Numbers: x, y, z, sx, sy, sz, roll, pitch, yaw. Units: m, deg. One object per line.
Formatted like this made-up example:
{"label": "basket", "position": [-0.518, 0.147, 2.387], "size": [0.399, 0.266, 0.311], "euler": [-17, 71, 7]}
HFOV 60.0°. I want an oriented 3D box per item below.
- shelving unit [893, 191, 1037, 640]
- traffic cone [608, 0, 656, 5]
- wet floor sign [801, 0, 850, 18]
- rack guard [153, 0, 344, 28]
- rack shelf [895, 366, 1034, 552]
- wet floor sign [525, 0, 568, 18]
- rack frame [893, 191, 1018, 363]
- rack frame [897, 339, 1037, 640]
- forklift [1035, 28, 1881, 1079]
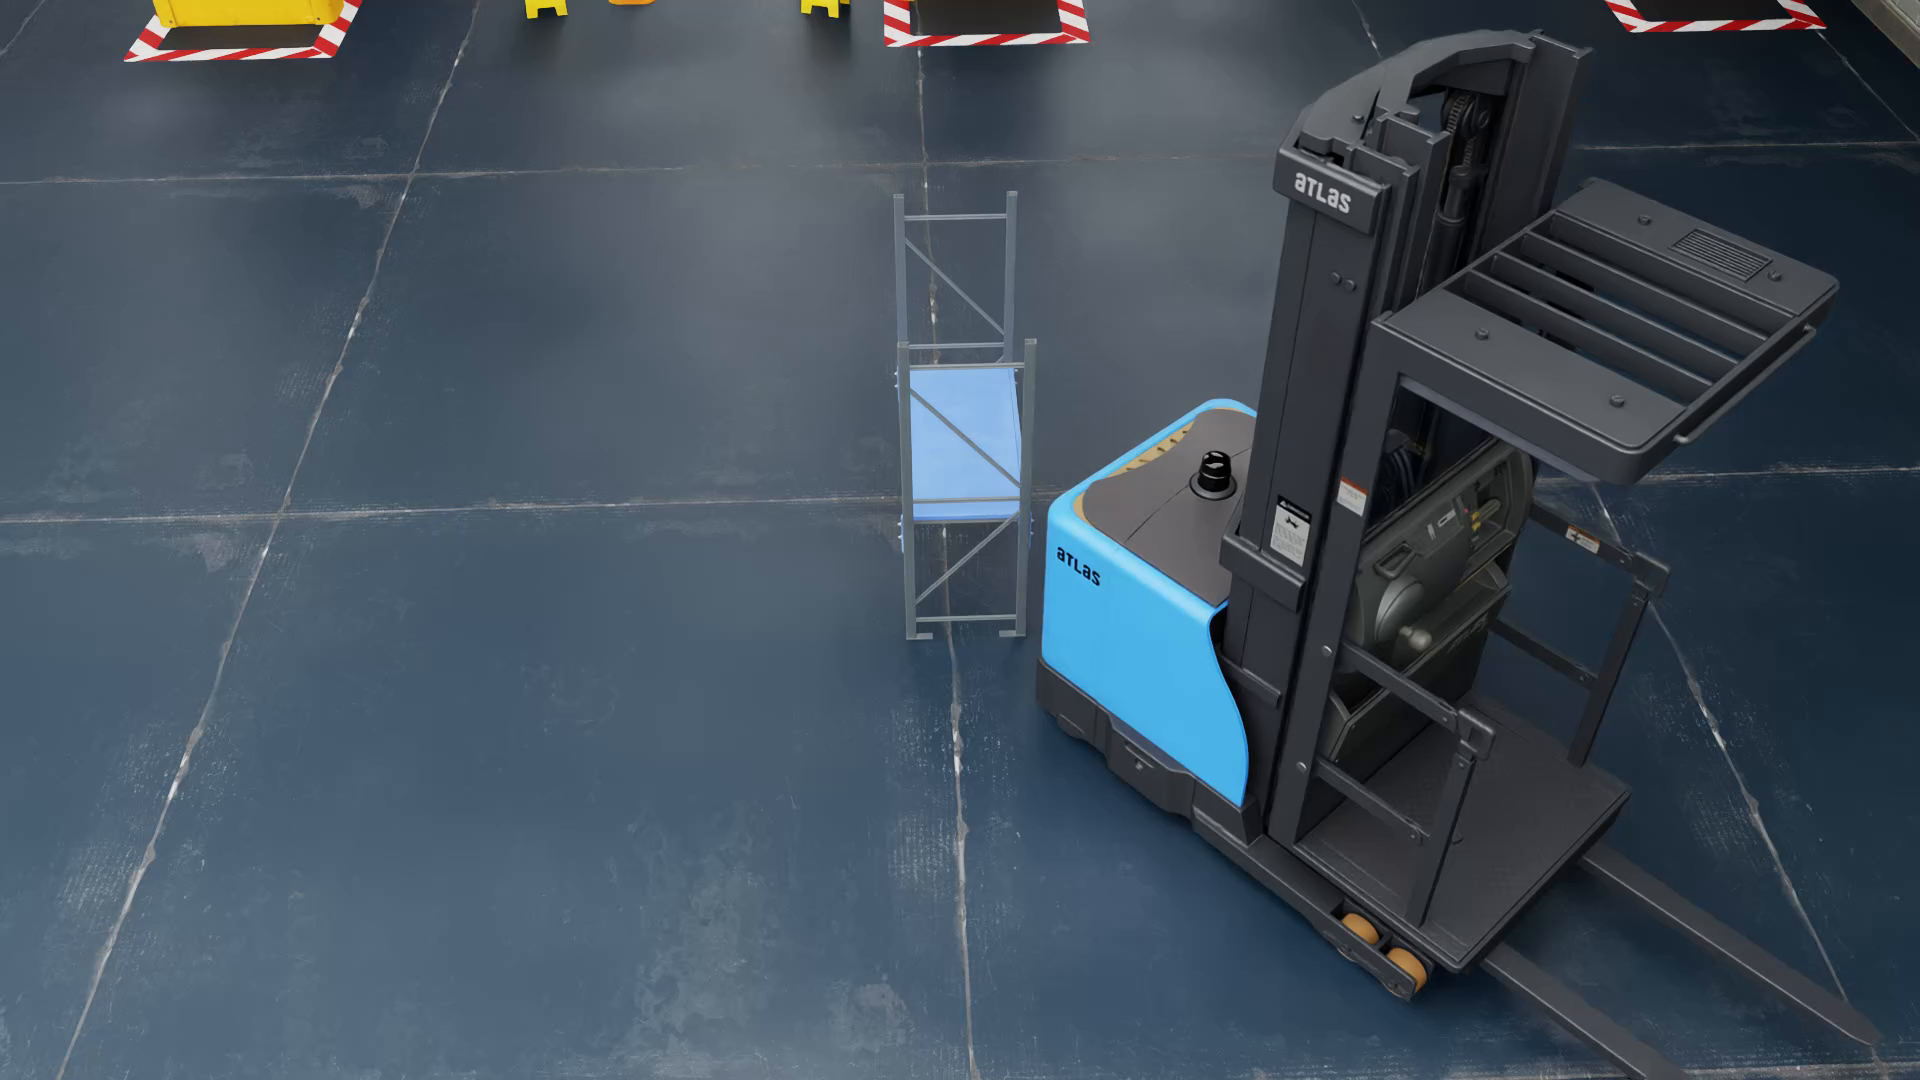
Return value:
{"label": "shelving unit", "position": [0.004, -0.495, 6.830], "size": [0.538, 1.500, 1.048], "euler": [-2, 43, -2]}
{"label": "traffic cone", "position": [-2.258, -3.956, 11.373], "size": [0.336, 0.463, 0.334], "euler": [-2, 43, -2]}
{"label": "wet floor sign", "position": [-0.918, -3.872, 11.147], "size": [0.267, 0.644, 0.232], "euler": [12, 44, 13]}
{"label": "rack guard", "position": [-4.797, -3.751, 11.122], "size": [1.175, 0.500, 0.348], "euler": [-2, 43, -2]}
{"label": "rack shelf", "position": [0.004, -0.363, 6.952], "size": [0.538, 0.185, 1.000], "euler": [-2, 43, -2]}
{"label": "wet floor sign", "position": [-2.819, -3.858, 11.131], "size": [0.267, 0.644, 0.232], "euler": [-8, 43, -9]}
{"label": "rack frame", "position": [-0.018, -0.838, 7.204], "size": [0.500, 1.500, 0.032], "euler": [-2, 43, -2]}
{"label": "rack frame", "position": [0.025, -0.152, 6.456], "size": [0.500, 1.500, 0.032], "euler": [-2, 43, -2]}
{"label": "forklift", "position": [1.677, 0.085, 5.138], "size": [1.130, 2.935, 3.031], "euler": [-33, 52, -30]}
